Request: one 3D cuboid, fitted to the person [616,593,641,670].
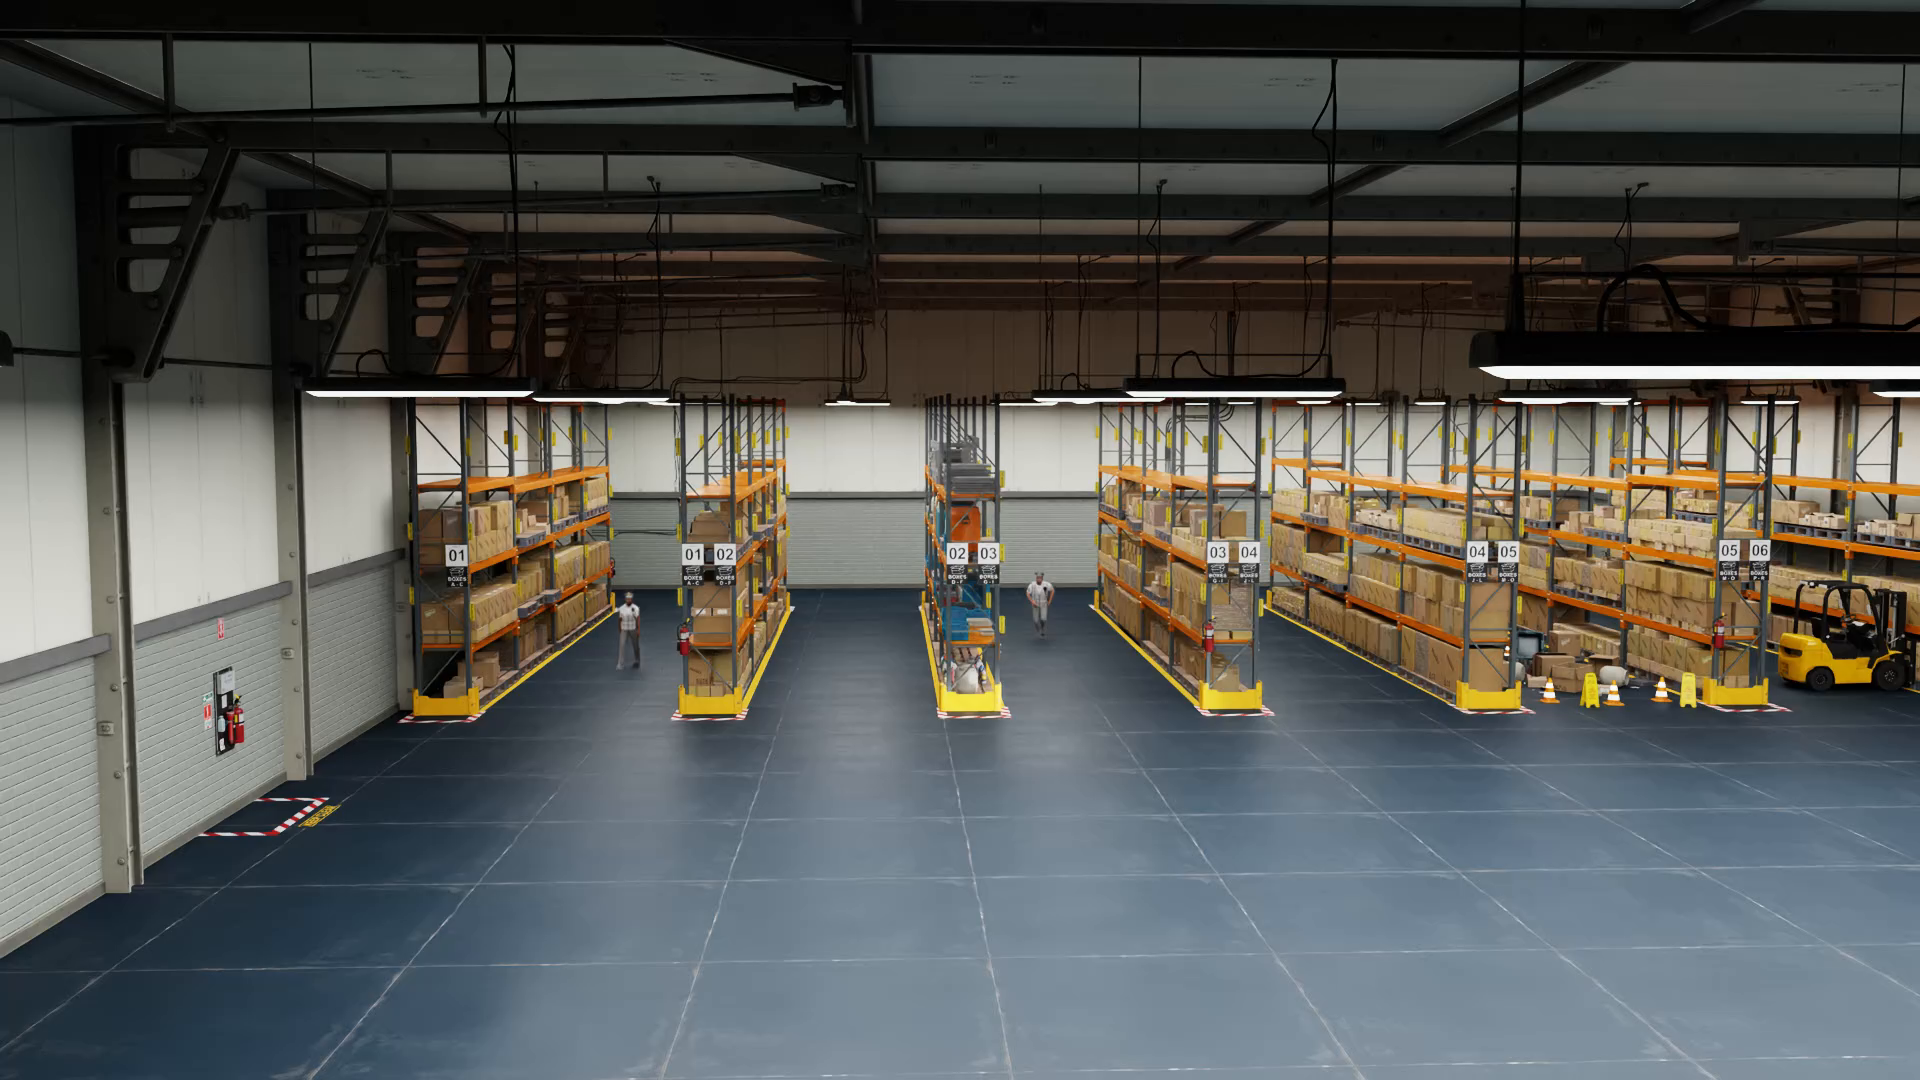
[{"bbox_3d":[-7.294,1.982,36.720,0.565,1.647,0.979,1,5,7],"label":"person"}]

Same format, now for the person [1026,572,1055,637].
[{"bbox_3d":[2.011,1.607,41.498,0.697,1.687,0.729,1,5,6],"label":"person"}]
